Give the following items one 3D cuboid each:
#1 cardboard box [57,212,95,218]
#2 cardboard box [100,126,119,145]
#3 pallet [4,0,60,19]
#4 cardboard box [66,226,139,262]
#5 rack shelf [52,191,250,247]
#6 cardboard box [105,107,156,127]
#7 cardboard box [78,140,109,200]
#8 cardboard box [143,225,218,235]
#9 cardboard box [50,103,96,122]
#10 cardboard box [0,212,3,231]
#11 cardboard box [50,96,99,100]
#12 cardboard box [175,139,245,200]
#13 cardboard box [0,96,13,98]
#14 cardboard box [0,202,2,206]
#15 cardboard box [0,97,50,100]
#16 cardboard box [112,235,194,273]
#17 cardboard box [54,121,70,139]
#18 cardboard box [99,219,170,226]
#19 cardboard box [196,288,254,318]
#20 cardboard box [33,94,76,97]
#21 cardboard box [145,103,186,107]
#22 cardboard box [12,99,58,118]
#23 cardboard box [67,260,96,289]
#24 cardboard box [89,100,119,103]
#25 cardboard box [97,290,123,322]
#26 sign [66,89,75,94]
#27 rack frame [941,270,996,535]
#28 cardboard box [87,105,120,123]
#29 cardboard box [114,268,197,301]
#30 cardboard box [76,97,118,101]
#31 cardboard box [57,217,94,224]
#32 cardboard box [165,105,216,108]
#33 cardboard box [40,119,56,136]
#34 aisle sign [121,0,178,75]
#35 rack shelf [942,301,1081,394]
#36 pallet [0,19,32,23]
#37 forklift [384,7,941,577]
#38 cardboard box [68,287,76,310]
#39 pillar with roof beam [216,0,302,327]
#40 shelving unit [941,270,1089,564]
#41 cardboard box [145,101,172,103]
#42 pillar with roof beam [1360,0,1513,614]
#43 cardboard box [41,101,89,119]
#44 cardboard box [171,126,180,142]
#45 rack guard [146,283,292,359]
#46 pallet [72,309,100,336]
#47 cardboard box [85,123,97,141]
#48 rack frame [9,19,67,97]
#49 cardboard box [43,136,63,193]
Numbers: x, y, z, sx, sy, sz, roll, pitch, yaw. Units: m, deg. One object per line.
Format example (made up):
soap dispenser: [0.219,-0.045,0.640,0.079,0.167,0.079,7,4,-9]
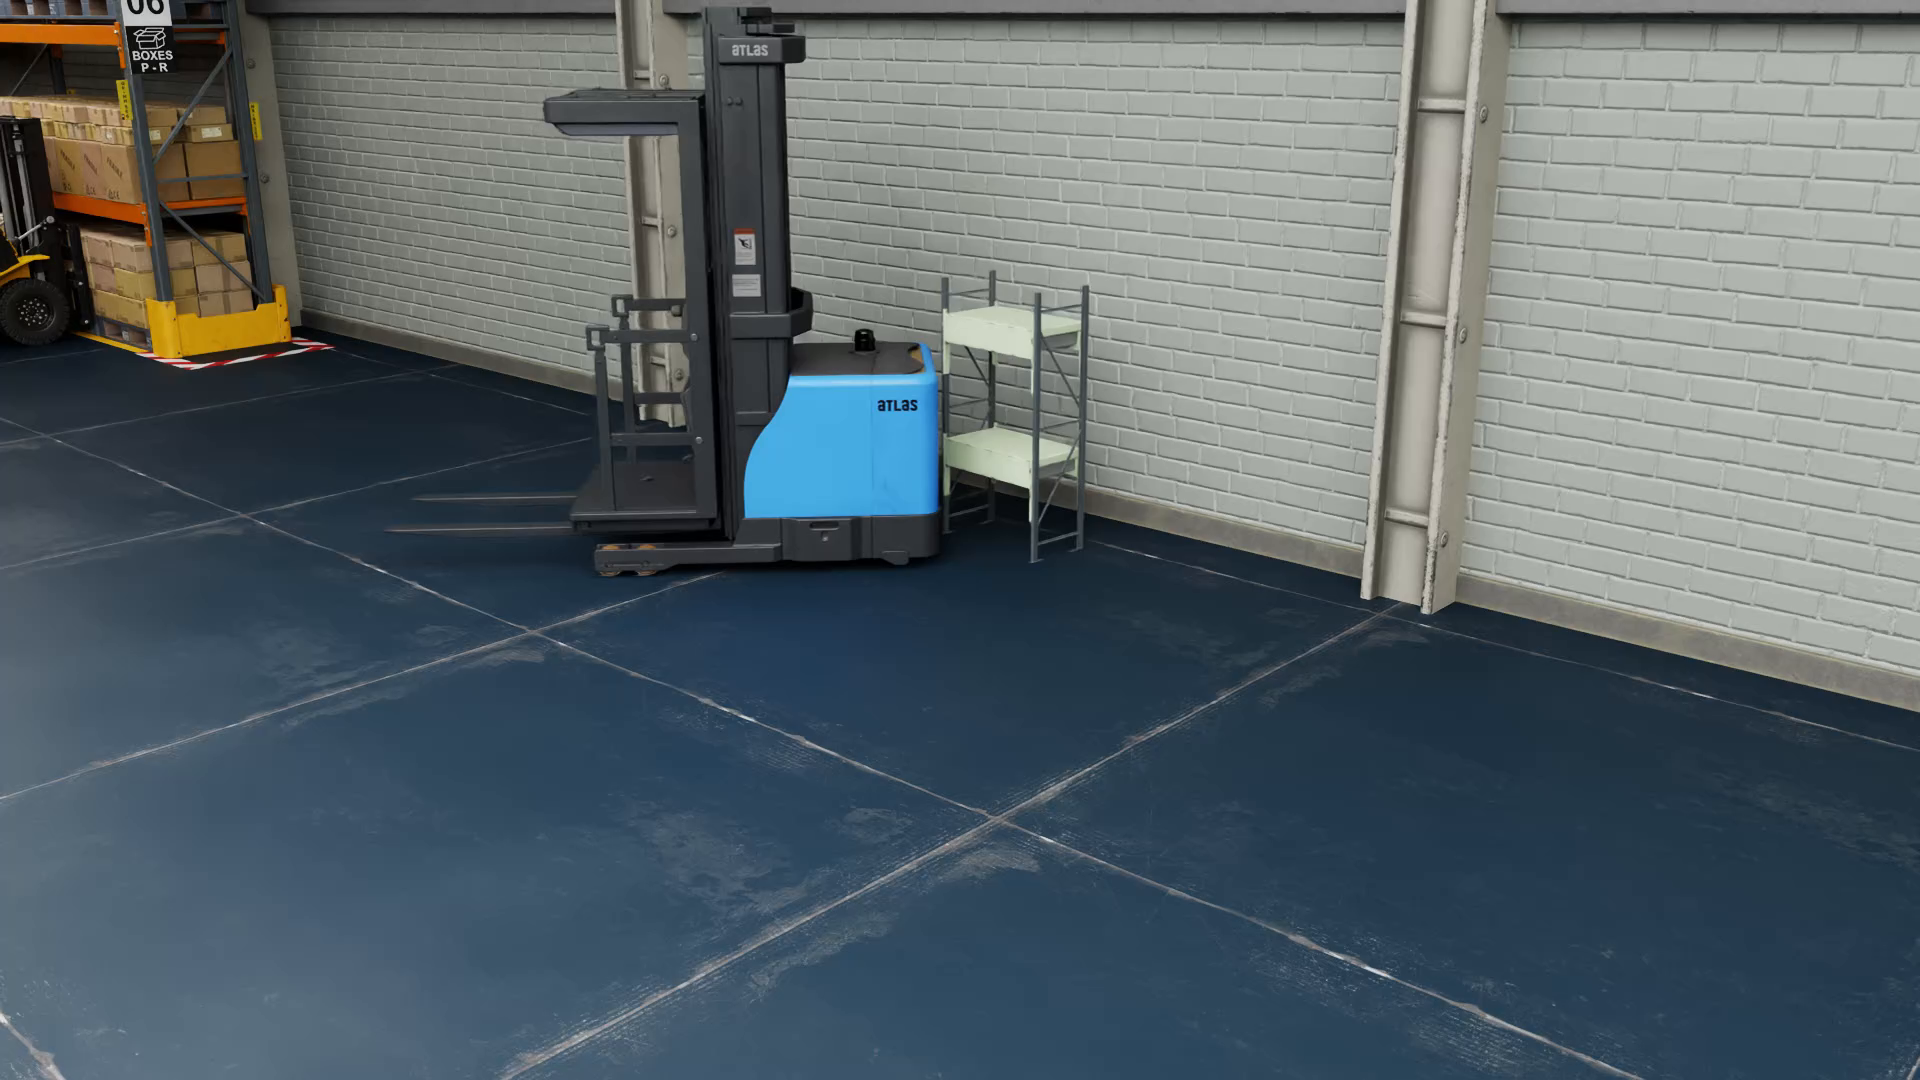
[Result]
cardboard box: [-8.825,-3.207,16.957,0.500,0.250,0.500,15,23,38]
cardboard box: [-7.375,-3.599,14.755,0.250,0.149,0.380,16,23,40]
pallet: [-8.147,-4.972,15.506,1.213,0.211,1.003,15,23,39]
cardboard box: [-8.040,-2.780,15.610,0.500,0.250,0.500,15,23,40]
rack shelf: [-8.215,-3.250,16.083,4.000,0.370,1.077,15,23,39]
cardboard box: [-7.332,-3.757,14.761,0.250,0.149,0.380,15,23,39]
cardboard box: [-7.643,-3.385,15.153,0.500,0.500,0.500,16,24,41]
cardboard box: [-7.329,-2.796,15.662,0.500,0.250,0.500,15,23,39]
cardboard box: [-8.148,-3.948,15.363,0.250,0.149,0.380,16,23,40]
cardboard box: [-9.557,-3.192,16.911,0.500,0.250,0.500,15,23,38]
cardboard box: [-8.904,-4.387,16.748,0.250,0.149,0.380,15,23,39]
cardboard box: [-6.905,-3.401,15.205,0.500,0.500,0.500,16,24,41]
cardboard box: [-9.669,-4.362,16.668,0.250,0.149,0.380,16,23,40]
cardboard box: [-11.247,-3.473,18.828,0.625,0.625,0.875,14,22,37]
cardboard box: [-9.217,-4.281,16.412,0.250,0.149,0.380,14,23,38]
cardboard box: [-7.270,-2.579,14.979,0.500,0.250,0.500,16,24,41]
cardboard box: [-8.140,-3.806,15.409,0.250,0.149,0.380,15,23,40]
cardboard box: [-8.074,-3.004,16.315,0.500,0.250,0.500,14,23,38]
cardboard box: [-6.956,-2.224,15.511,0.500,0.250,0.500,15,23,39]
cardboard box: [-9.271,-4.497,17.094,0.250,0.149,0.380,15,23,39]
cardboard box: [-7.384,-3.969,15.429,0.250,0.149,0.380,15,23,40]
cardboard box: [-8.880,-4.160,16.031,0.250,0.149,0.380,15,23,38]
cardboard box: [-8.058,-2.548,15.707,0.500,0.250,0.500,14,23,38]
cardboard box: [-8.166,-4.175,16.079,0.250,0.149,0.380,16,24,41]
cardboard box: [-7.645,-2.206,15.454,0.500,0.250,0.500,15,23,39]
sign: [-9.343,-4.571,17.493,0.005,0.325,0.100,15,23,39]
rack frame: [0.051,-0.788,9.616,0.400,1.500,0.023,-15,23,-40]
cardboard box: [-7.682,-3.870,15.117,0.250,0.149,0.380,15,23,40]
cardboard box: [-7.290,-2.346,15.070,0.500,0.250,0.500,15,23,39]
cardboard box: [-8.495,-4.295,16.456,0.250,0.149,0.380,15,23,38]
cardboard box: [-8.801,-2.990,16.273,0.500,0.250,0.500,16,24,41]
cardboard box: [-6.985,-3.873,15.128,0.250,0.149,0.380,16,24,41]
cardboard box: [-8.503,-3.913,15.744,0.250,0.149,0.380,14,23,38]
aisle sign: [-6.865,-4.351,14.064,0.004,0.787,0.394,15,23,39]
rack shelf: [0.298,-1.079,9.241,0.431,0.370,0.720,-15,23,-40]
pallet: [-10.379,-5.507,17.363,1.217,0.209,0.805,14,22,37]
forklift: [-1.644,-1.365,9.067,3.031,2.935,1.130,-1,18,-4]
cardboard box: [-8.417,-2.407,16.090,0.500,0.250,0.500,16,24,41]
pillar with roof beam: [-9.499,-5.420,11.815,0.400,9.000,9.100,15,23,39]
shelving unit: [0.298,-0.707,9.359,0.431,1.500,0.755,-15,23,-40]
cardboard box: [-7.728,-4.091,15.814,0.250,0.149,0.380,14,23,38]
pillar with roof beam: [-0.523,-3.011,4.223,0.400,9.000,9.100,15,23,39]
cardboard box: [-8.455,-4.075,15.764,0.250,0.149,0.380,15,23,39]
cardboard box: [-7.027,-3.710,15.106,0.250,0.149,0.380,15,23,39]
rack guard: [-6.701,-1.995,15.072,0.348,0.500,1.175,15,23,39]
pallet: [-8.227,-2.251,16.356,1.213,0.211,1.003,15,23,39]
cardboard box: [-7.706,-3.717,15.128,0.250,0.149,0.380,15,23,39]
rack frame: [-9.710,-3.994,17.239,0.127,3.000,1.000,15,23,39]
cardboard box: [-8.410,-3.586,15.787,0.500,0.500,0.500,15,23,40]
